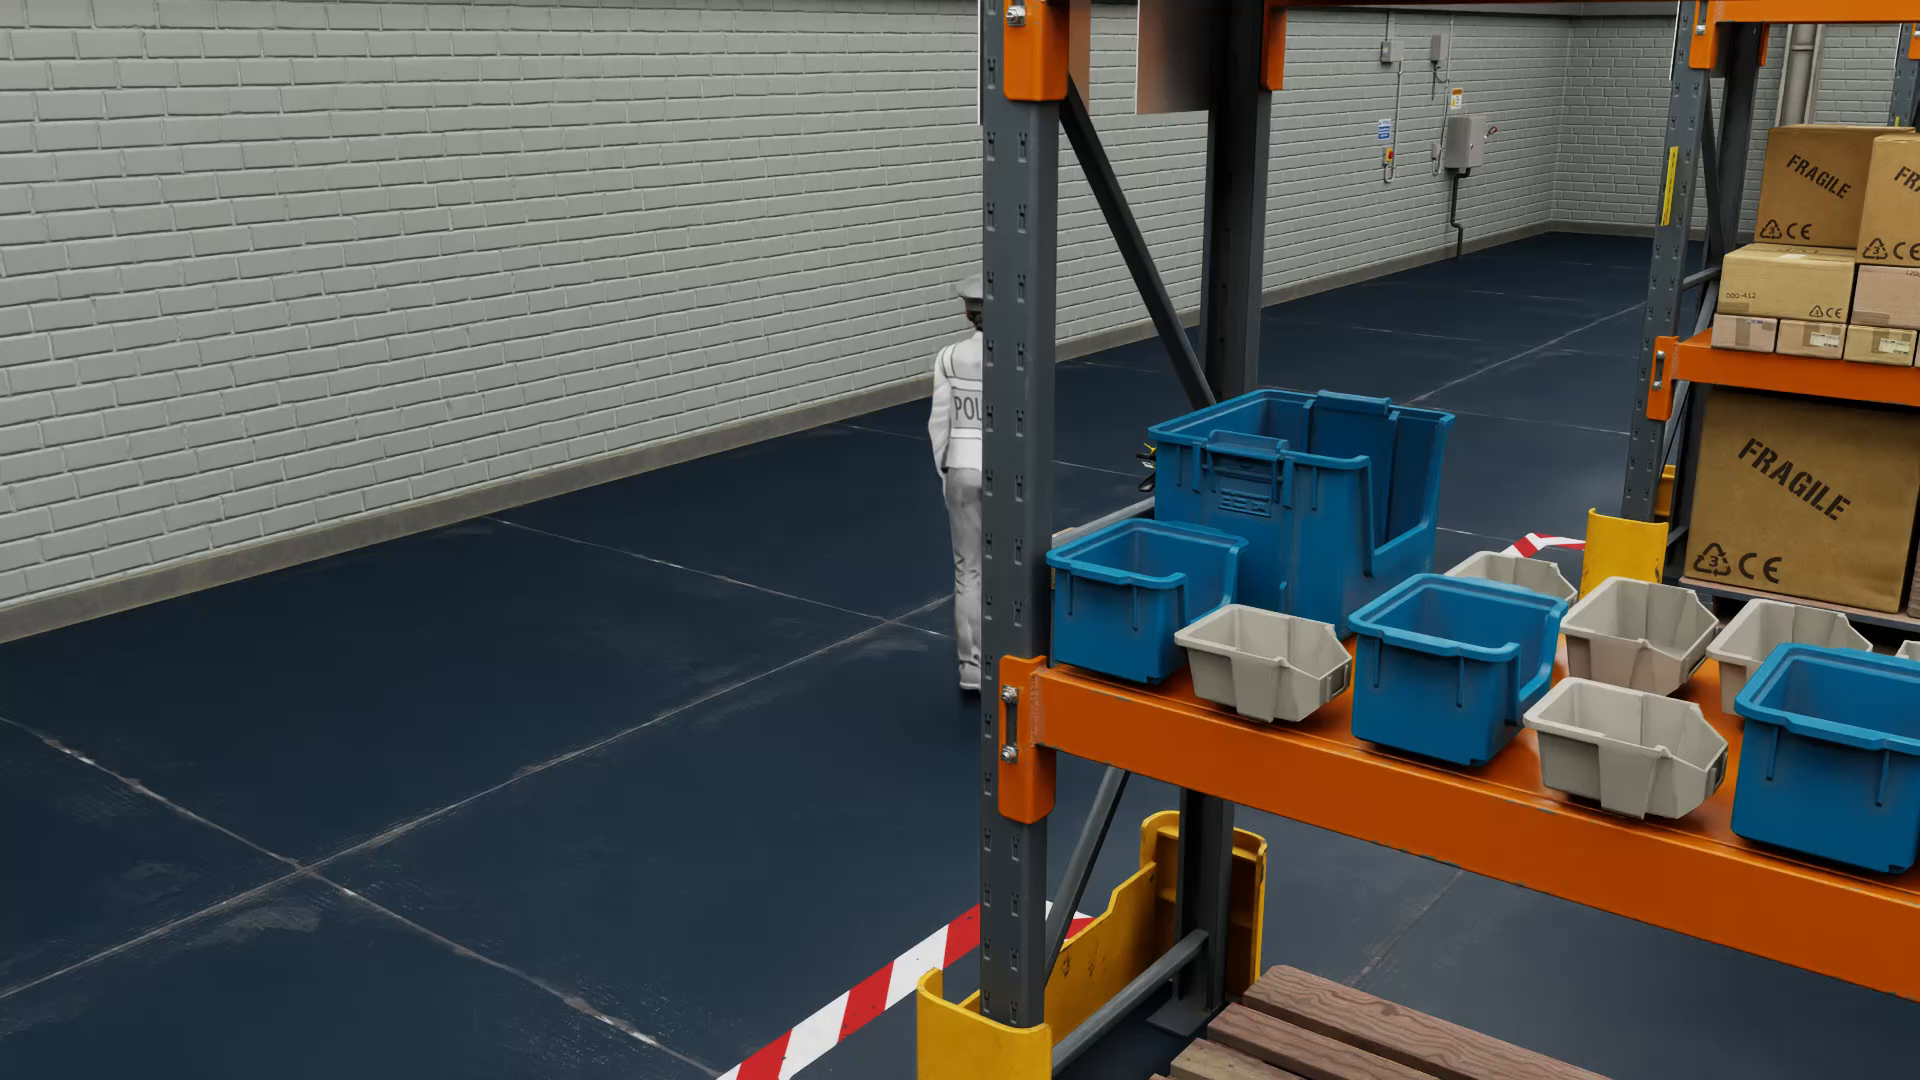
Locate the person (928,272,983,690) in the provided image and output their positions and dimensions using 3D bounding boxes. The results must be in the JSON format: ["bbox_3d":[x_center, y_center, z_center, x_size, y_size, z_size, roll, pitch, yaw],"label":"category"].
[{"bbox_3d":[0.104,-0.217,6.785,0.464,1.709,0.631,4,17,12],"label":"person"}]
